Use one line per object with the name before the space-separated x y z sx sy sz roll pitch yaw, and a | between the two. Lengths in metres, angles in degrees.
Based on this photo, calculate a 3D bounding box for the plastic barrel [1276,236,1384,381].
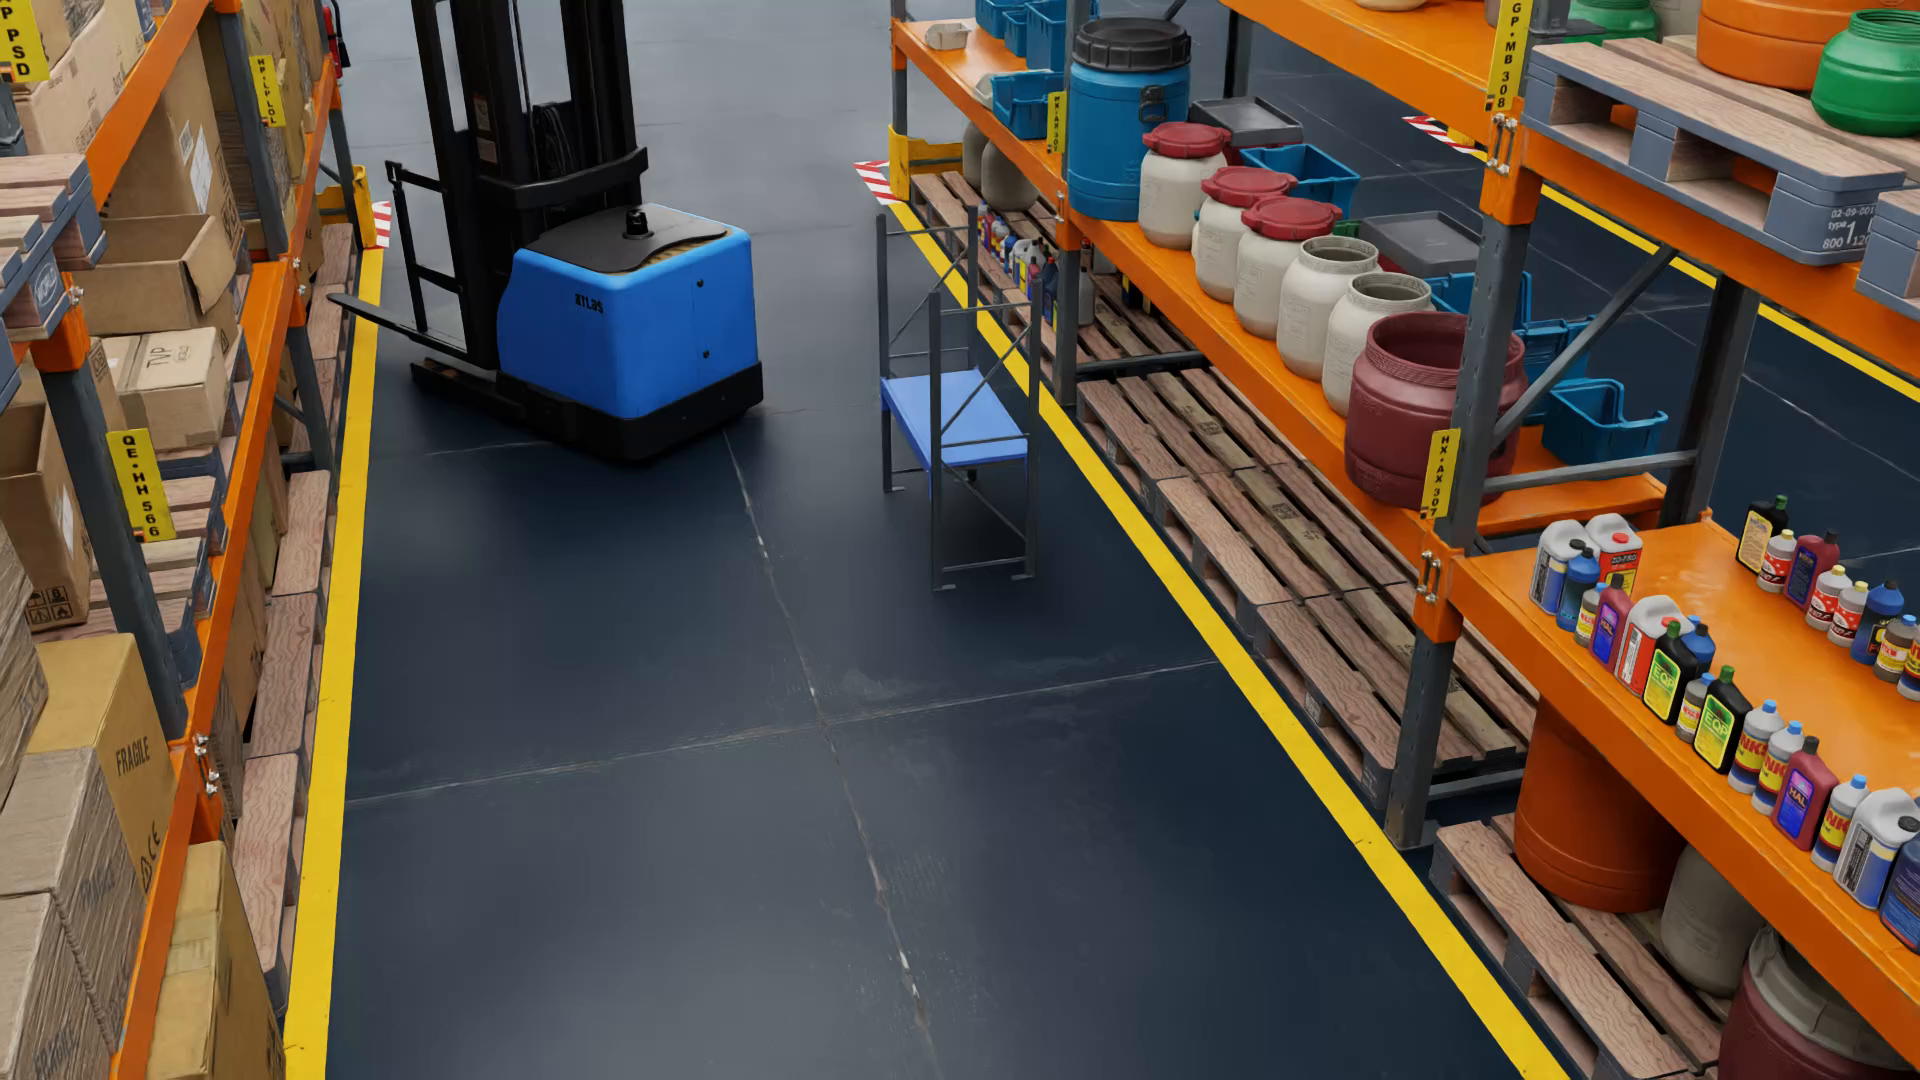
plastic barrel | 1.515 -0.942 6.771 0.421 0.512 0.421 0 30 0

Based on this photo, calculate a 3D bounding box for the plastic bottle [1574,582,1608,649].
plastic bottle | 1.939 0.223 5.068 0.097 0.201 0.097 0 30 0

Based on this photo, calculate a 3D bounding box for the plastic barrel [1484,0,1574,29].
plastic barrel | 2.097 -2.162 5.496 0.600 0.901 0.600 0 30 0

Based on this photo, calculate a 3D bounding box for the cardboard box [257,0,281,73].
cardboard box | -3.740 -2.592 8.339 0.500 0.500 0.500 -8 31 -13

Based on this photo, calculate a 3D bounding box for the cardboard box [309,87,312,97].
cardboard box | -4.285 -2.850 10.431 0.380 0.149 0.250 -8 31 -13

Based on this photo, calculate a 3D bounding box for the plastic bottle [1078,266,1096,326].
plastic bottle | 0.734 -1.489 10.033 0.144 0.351 0.185 -8 31 -13

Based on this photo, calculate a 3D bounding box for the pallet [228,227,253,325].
pallet | -3.669 -1.023 7.215 1.003 0.211 1.213 -8 31 -13

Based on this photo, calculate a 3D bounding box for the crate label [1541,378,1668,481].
crate label | 2.355 -0.402 6.118 0.303 0.233 0.416 -8 31 -13

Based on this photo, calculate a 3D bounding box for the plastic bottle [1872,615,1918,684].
plastic bottle | 2.776 0.314 4.912 0.097 0.201 0.097 0 30 0

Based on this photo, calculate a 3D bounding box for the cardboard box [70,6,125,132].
cardboard box | -2.685 -1.305 4.665 0.500 0.250 0.500 -7 31 -12

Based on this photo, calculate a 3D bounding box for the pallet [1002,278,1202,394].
pallet | 0.906 -1.276 10.244 1.003 0.211 1.213 -8 31 -13

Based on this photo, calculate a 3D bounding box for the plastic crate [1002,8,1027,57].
plastic crate | 0.571 -3.504 11.459 0.499 0.251 0.408 -8 31 -13

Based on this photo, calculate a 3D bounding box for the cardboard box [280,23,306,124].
cardboard box | -4.212 -2.613 9.374 0.875 0.500 0.500 -8 31 -13

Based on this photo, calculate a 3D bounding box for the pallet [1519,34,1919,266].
pallet | 2.215 -1.055 4.273 1.003 0.211 1.213 -8 31 -13

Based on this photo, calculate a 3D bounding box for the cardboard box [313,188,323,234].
cardboard box | -4.643 -2.223 11.172 0.500 0.500 0.500 -2 30 -4

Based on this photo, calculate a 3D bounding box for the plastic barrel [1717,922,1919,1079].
plastic barrel | 2.552 1.420 4.790 0.600 0.588 0.708 -8 31 -13

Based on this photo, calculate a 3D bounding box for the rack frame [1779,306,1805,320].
rack frame | 5.821 -2.810 10.111 1.000 3.000 0.127 -8 31 -13

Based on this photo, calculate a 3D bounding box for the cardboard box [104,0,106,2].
cardboard box | -2.818 -1.869 4.892 0.500 0.500 0.500 -9 31 -15

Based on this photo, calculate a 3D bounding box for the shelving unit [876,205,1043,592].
shelving unit | -0.023 -0.690 7.945 0.538 1.500 1.048 -8 31 -13

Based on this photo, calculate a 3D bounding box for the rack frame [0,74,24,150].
rack frame | -2.669 -2.159 2.997 1.000 3.000 0.127 -8 31 -13

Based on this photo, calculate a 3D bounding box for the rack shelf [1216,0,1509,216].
rack shelf | 1.575 -2.174 6.736 1.077 0.370 4.000 -8 31 -13

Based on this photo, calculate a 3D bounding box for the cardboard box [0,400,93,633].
cardboard box | -2.851 -0.043 4.811 0.500 0.500 0.500 -12 32 -19

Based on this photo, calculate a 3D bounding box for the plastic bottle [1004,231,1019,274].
plastic bottle | 0.335 -1.866 10.764 0.097 0.271 0.097 0 30 0

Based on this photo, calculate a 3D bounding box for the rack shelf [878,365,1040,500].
rack shelf | -0.023 -0.535 8.036 0.538 0.185 1.000 -8 31 -13

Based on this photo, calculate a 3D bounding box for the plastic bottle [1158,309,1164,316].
plastic bottle | 1.270 -1.530 10.178 0.152 0.276 0.135 -7 31 -11

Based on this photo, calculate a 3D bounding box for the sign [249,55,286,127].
sign | -3.197 -2.071 7.678 0.100 0.325 0.005 -8 31 -13

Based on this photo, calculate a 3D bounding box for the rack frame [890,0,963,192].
rack frame | -0.018 -4.085 12.313 1.000 3.000 0.127 -8 31 -13

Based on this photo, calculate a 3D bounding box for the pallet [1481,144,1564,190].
pallet | 5.003 -3.171 13.518 1.003 0.211 1.213 -8 31 -13

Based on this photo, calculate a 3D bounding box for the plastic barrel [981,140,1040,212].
plastic barrel | 0.364 -2.640 11.882 0.421 0.512 0.421 0 30 0

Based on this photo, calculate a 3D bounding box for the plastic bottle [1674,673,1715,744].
plastic bottle | 2.072 0.464 4.652 0.097 0.201 0.097 0 30 0

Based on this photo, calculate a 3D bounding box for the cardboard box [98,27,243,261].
cardboard box | -3.655 -1.534 6.887 1.000 1.000 1.000 -8 31 -13

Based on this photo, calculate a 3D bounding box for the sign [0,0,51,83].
sign | -2.132 -1.189 3.720 0.100 0.325 0.005 -8 31 -13

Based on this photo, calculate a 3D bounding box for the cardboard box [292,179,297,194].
cardboard box | -3.721 -1.889 8.770 0.380 0.149 0.250 -8 31 -13

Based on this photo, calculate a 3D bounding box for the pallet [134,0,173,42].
pallet | -3.392 -1.899 5.729 1.213 0.211 1.003 -8 31 -13

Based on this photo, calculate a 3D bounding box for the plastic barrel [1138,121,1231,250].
plastic barrel | 1.087 -1.721 8.093 0.433 0.535 0.433 0 30 0

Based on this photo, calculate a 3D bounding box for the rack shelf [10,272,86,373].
rack shelf | -2.139 0.416 2.260 1.077 0.370 4.000 -8 31 -13

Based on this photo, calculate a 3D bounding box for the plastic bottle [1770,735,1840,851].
plastic bottle | 2.172 0.645 4.257 0.061 0.283 0.133 -8 31 -13

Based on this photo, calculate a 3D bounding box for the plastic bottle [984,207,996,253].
plastic bottle | 0.206 -2.071 11.106 0.061 0.283 0.133 -7 31 -12

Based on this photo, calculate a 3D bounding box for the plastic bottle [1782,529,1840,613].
plastic bottle | 2.686 0.079 5.235 0.061 0.283 0.133 -8 31 -13

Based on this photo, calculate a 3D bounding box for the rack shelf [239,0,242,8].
rack shelf | -4.262 -3.447 8.936 1.077 0.370 4.000 -8 31 -13

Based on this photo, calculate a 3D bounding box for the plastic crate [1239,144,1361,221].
plastic crate | 1.637 -1.655 8.131 0.392 0.384 0.575 -8 31 -13

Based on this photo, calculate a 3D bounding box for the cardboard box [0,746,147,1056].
cardboard box | -2.173 0.841 3.703 0.500 0.500 0.500 -8 31 -14

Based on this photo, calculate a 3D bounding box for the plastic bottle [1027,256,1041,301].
plastic bottle | 0.461 -1.607 10.304 0.061 0.283 0.133 -6 31 -10

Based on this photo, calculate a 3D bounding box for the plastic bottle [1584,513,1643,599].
plastic bottle | 2.056 0.064 5.269 0.152 0.276 0.135 -8 31 -13

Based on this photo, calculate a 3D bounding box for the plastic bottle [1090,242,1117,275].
plastic bottle | 0.931 -1.874 10.774 0.152 0.276 0.135 -8 31 -13

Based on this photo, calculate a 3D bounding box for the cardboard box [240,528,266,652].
cardboard box | -3.332 0.199 6.968 0.700 0.500 0.500 -11 32 -18

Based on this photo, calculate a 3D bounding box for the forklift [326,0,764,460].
forklift | -2.596 -2.282 9.266 3.031 2.935 1.130 21 36 32

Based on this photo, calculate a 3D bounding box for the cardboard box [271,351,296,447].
cardboard box | -3.799 -0.793 8.702 0.500 0.500 0.500 -9 31 -15

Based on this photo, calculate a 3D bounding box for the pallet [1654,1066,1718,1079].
pallet | 2.676 1.949 4.672 1.003 0.211 1.213 -8 31 -13
